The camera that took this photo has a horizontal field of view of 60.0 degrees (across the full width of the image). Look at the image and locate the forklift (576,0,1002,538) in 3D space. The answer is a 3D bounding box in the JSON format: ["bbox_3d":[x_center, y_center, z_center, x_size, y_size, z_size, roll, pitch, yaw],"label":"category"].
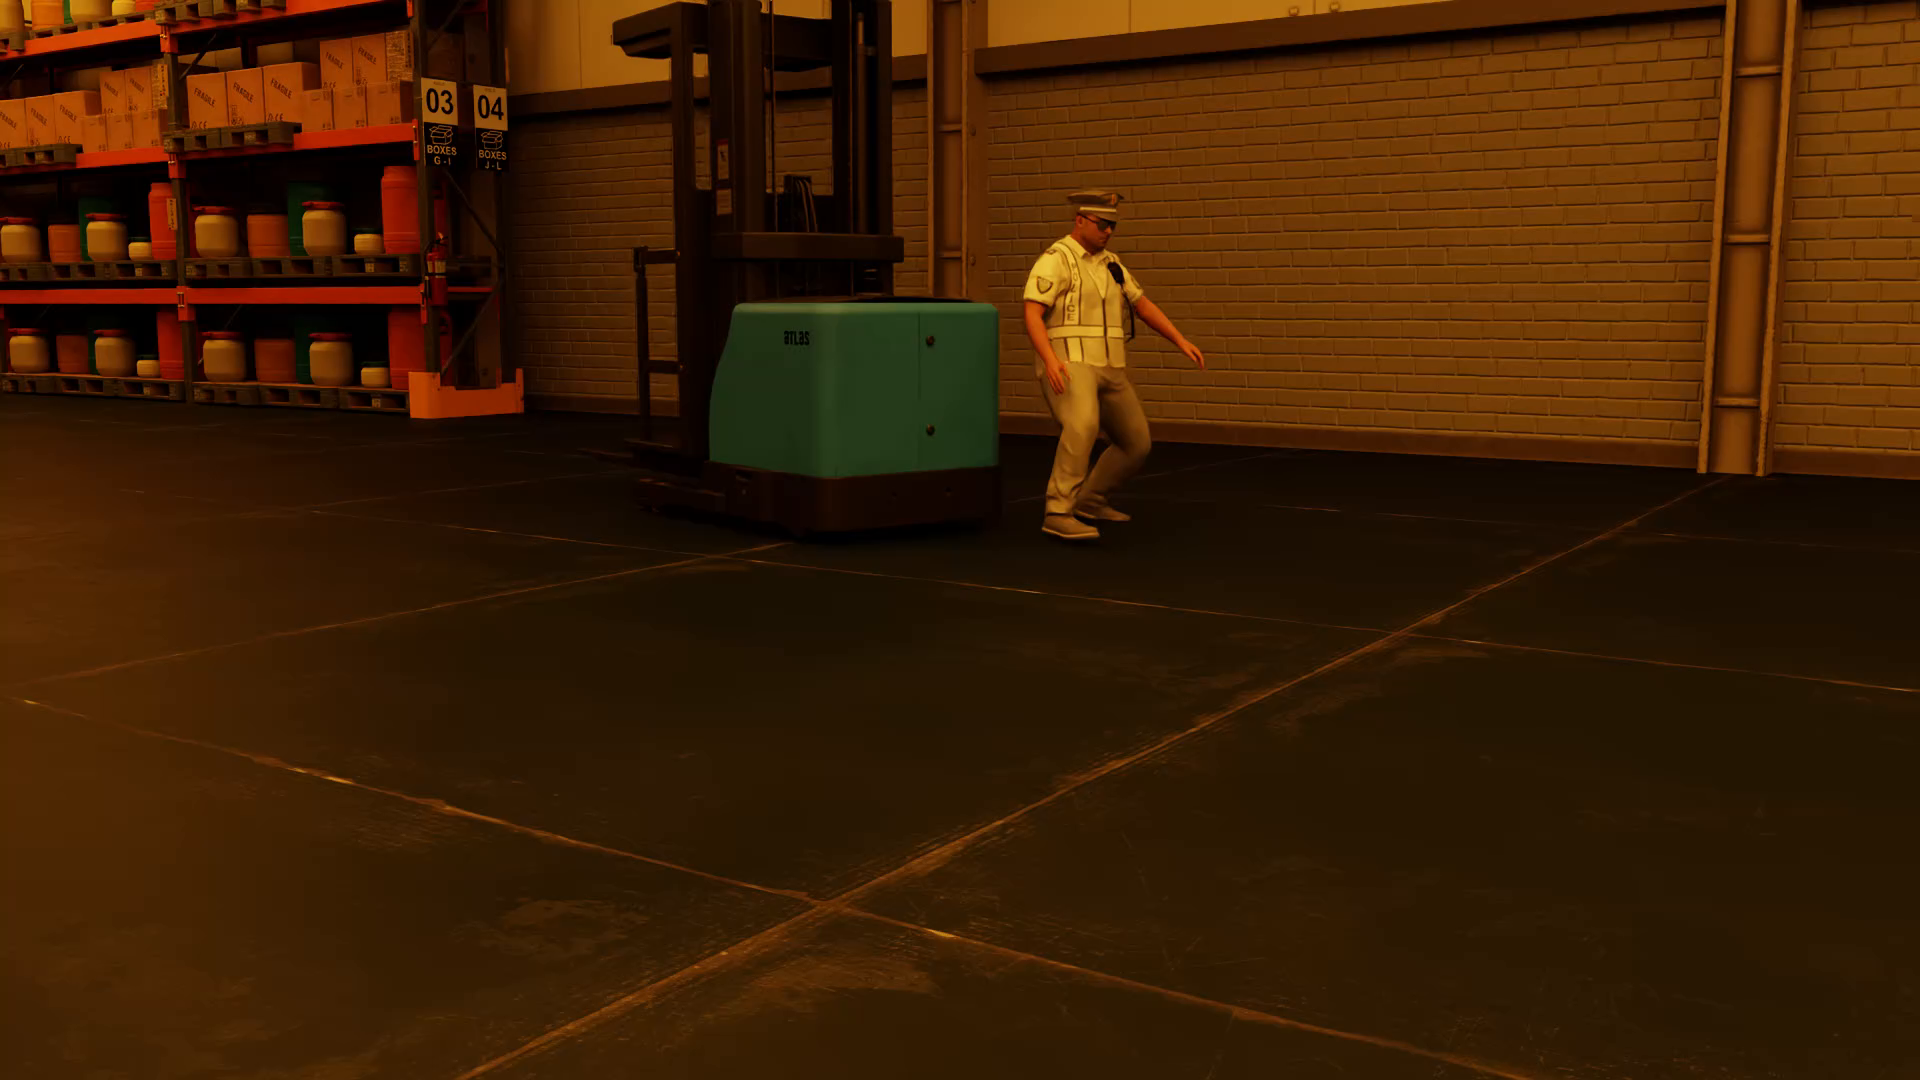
[{"bbox_3d":[-1.087,-1.624,8.614,1.130,2.935,3.031,-6,10,-37],"label":"forklift"}]

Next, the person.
[{"bbox_3d":[0.670,-0.825,7.855,0.959,1.630,0.816,-6,10,-38],"label":"person"}]
